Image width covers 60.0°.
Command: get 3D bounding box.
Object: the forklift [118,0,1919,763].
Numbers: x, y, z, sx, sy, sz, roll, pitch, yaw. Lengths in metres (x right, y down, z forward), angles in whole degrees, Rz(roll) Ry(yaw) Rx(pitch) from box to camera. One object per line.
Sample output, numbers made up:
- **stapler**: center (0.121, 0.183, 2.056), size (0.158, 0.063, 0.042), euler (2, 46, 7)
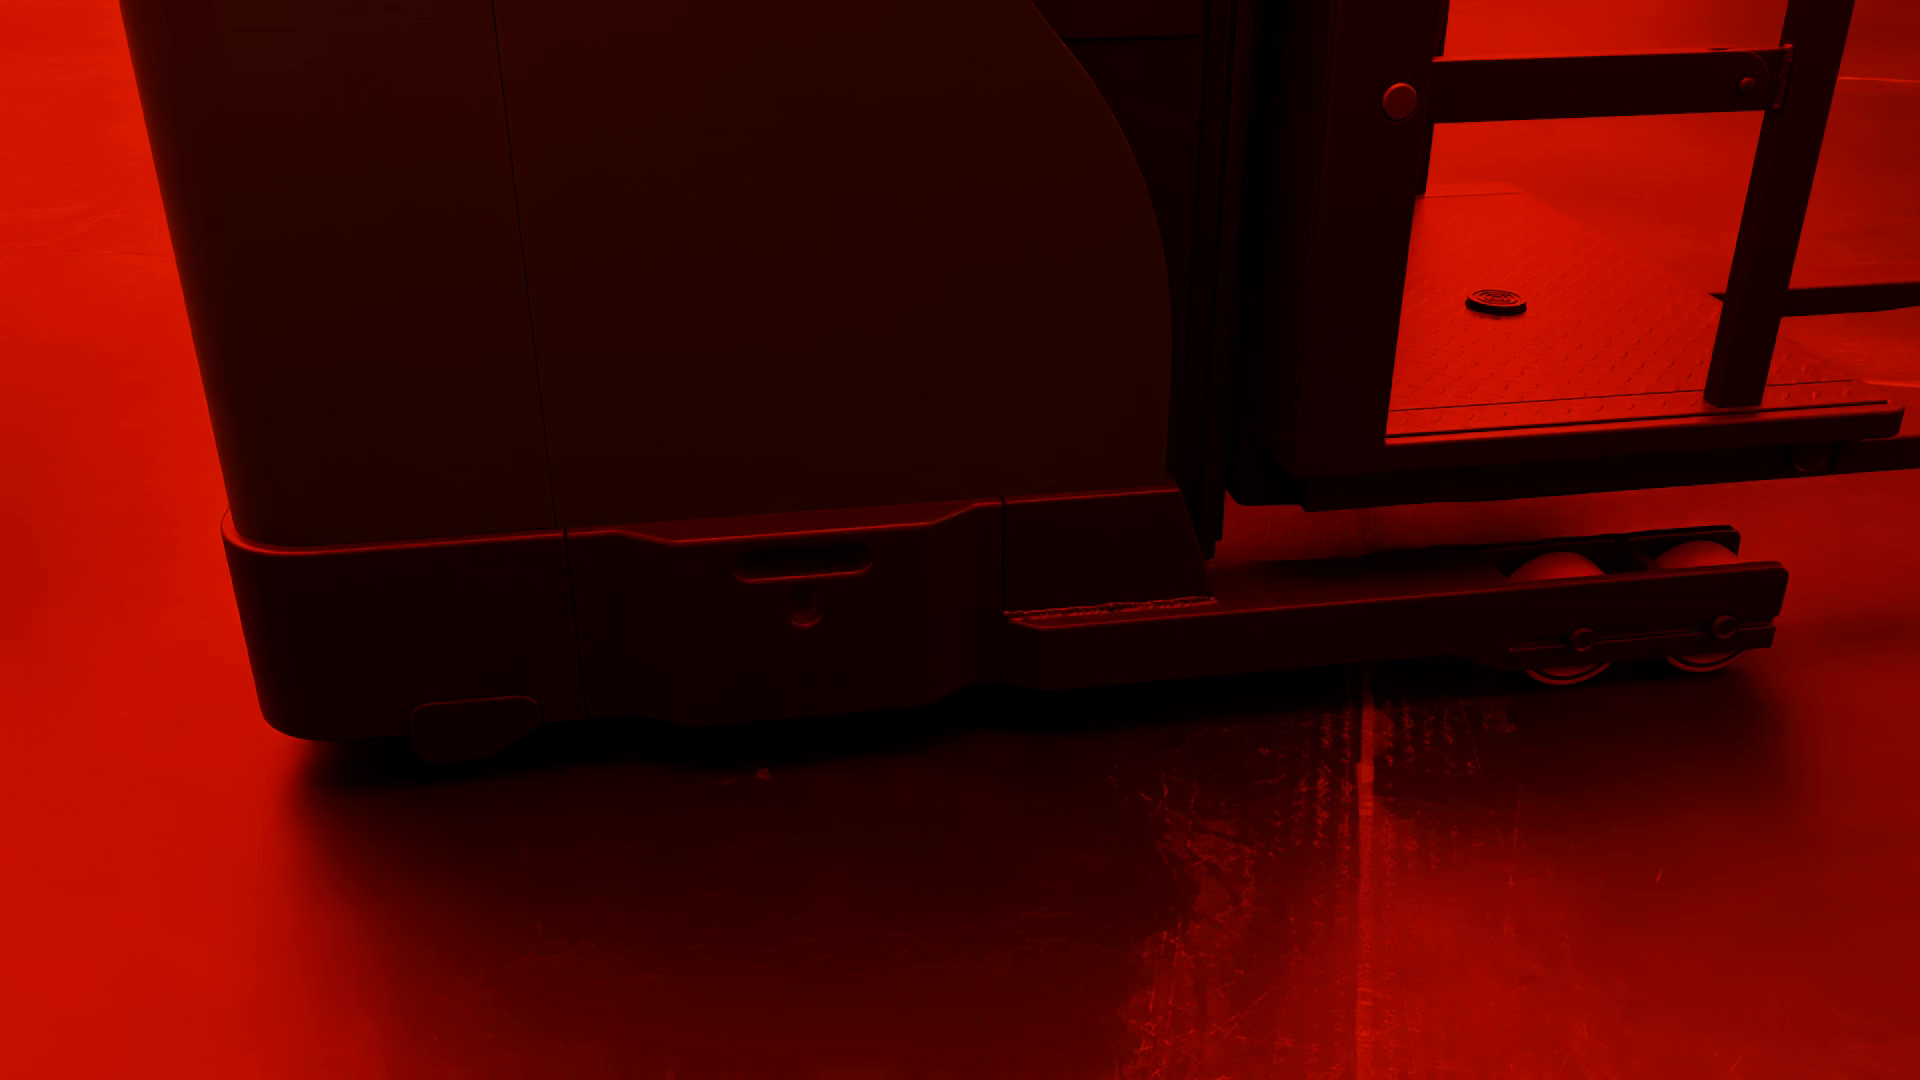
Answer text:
- **forklift**: center (0.600, -1.354, 1.930), size (3.031, 2.935, 1.130), euler (-4, 27, -9)
